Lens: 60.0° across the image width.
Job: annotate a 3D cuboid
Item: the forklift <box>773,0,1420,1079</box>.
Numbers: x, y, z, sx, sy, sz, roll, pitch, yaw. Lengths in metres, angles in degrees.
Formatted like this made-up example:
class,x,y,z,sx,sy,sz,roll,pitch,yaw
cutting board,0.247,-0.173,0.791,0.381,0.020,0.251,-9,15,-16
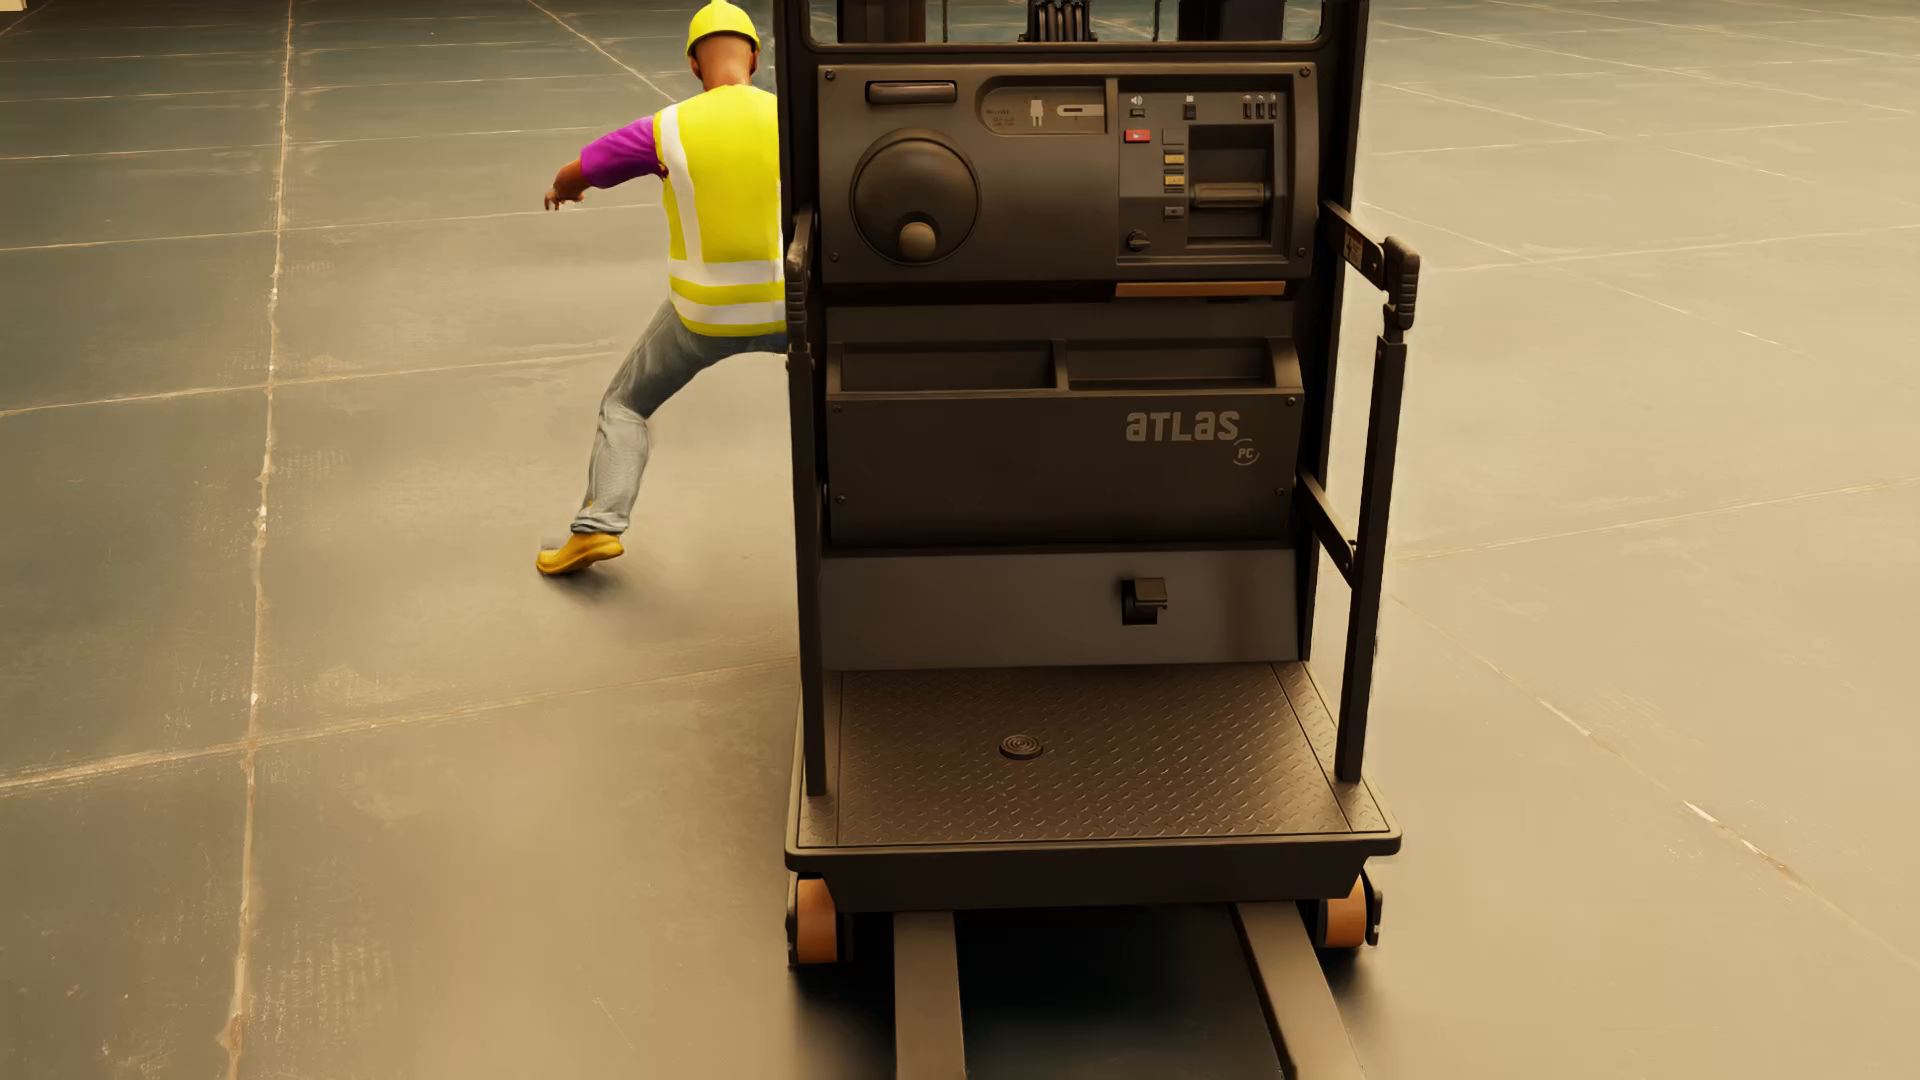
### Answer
class,x,y,z,sx,sy,sz,roll,pitch,yaw
forklift,0.215,-0.673,2.900,1.130,2.935,3.031,-1,23,-3

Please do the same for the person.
class,x,y,z,sx,sy,sz,roll,pitch,yaw
person,-0.719,-0.801,4.992,1.216,1.575,0.960,-5,23,-12
